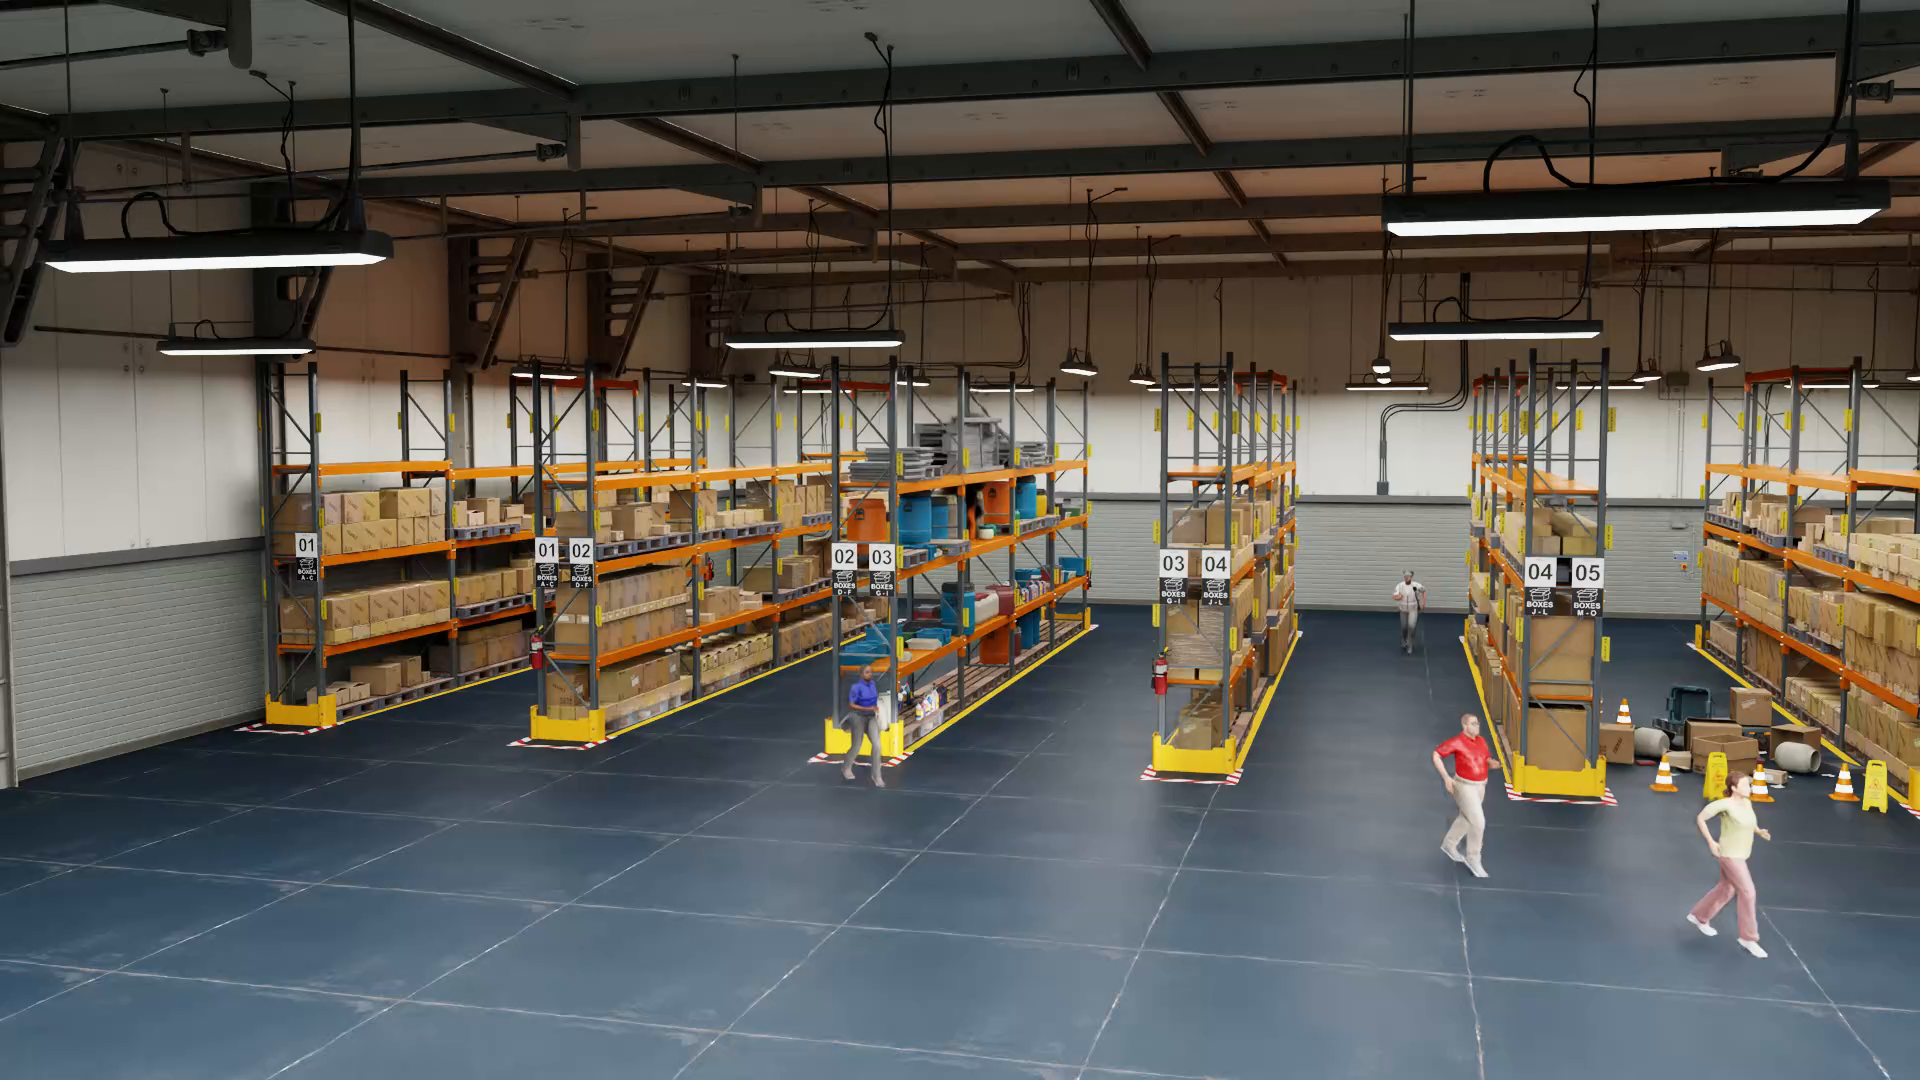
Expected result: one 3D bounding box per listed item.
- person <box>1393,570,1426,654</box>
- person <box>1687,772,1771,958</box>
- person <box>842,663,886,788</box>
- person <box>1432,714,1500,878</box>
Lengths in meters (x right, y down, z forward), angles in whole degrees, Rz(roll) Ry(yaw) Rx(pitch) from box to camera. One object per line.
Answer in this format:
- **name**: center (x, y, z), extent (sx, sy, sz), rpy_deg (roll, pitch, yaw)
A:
- **person**: center (9.856, 1.560, 36.475), extent (0.672, 1.844, 0.929), rpy_deg (2, 4, 25)
- **person**: center (7.379, 3.046, 15.904), extent (0.569, 1.703, 0.839), rpy_deg (-3, 5, -39)
- **person**: center (-1.327, 2.563, 23.033), extent (0.589, 1.728, 0.763), rpy_deg (-4, 5, -42)
- **person**: center (5.688, 2.839, 18.598), extent (0.633, 1.798, 0.782), rpy_deg (-3, 5, -38)
